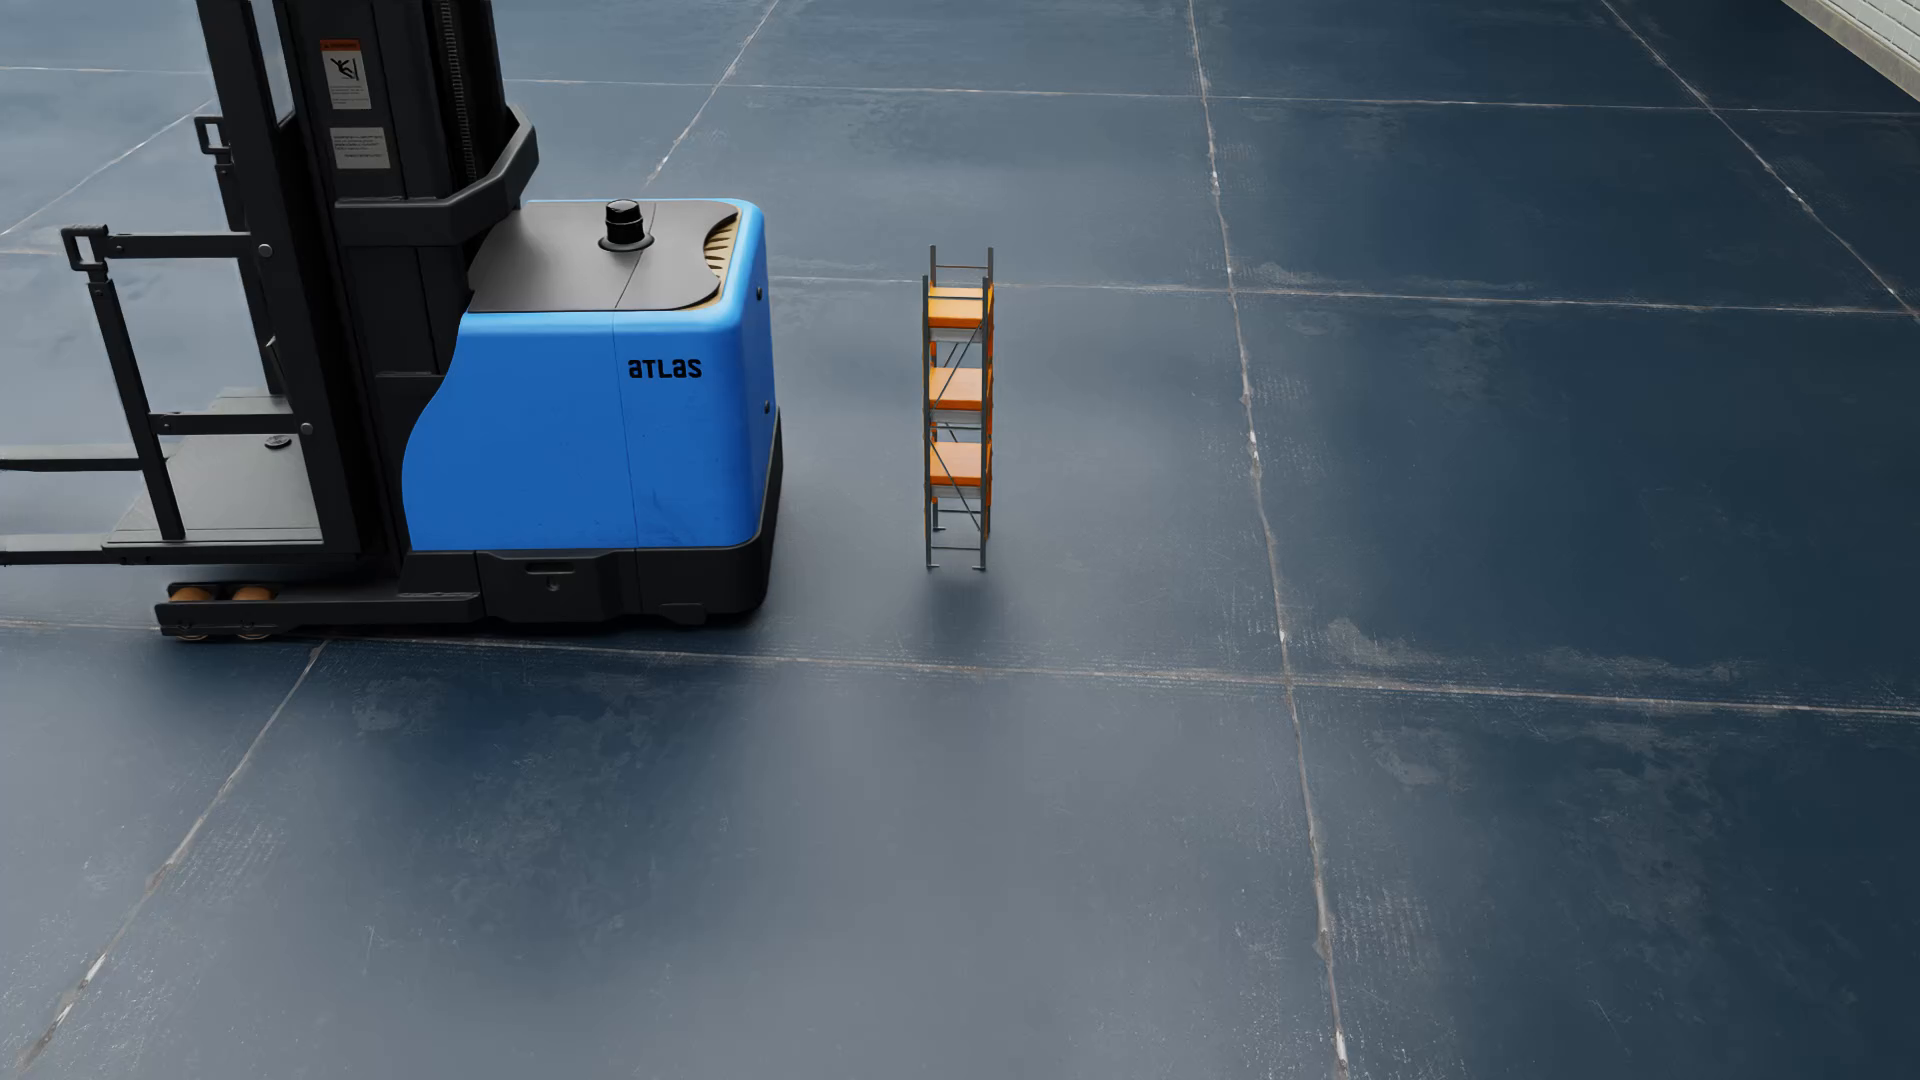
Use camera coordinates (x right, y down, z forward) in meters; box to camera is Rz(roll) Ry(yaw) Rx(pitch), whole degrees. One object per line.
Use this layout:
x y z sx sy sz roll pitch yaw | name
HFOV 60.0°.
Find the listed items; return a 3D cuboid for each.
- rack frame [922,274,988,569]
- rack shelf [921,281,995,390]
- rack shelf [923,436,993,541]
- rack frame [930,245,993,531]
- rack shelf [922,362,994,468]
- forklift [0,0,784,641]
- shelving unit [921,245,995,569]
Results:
-0.014 -0.355 5.326 0.200 1.050 0.008 2 32 4 | rack frame
-0.004 -0.652 5.286 0.215 0.259 0.240 2 32 4 | rack shelf
-0.004 -0.173 5.581 0.215 0.259 0.240 2 32 4 | rack shelf
0.006 -0.483 5.533 0.200 1.050 0.008 2 32 4 | rack frame
-0.004 -0.410 5.435 0.215 0.259 0.240 2 32 4 | rack shelf
-2.146 -1.212 4.924 3.031 2.935 1.130 -1 32 -1 | forklift
-0.004 -0.419 5.429 0.215 1.050 0.252 2 32 4 | shelving unit
